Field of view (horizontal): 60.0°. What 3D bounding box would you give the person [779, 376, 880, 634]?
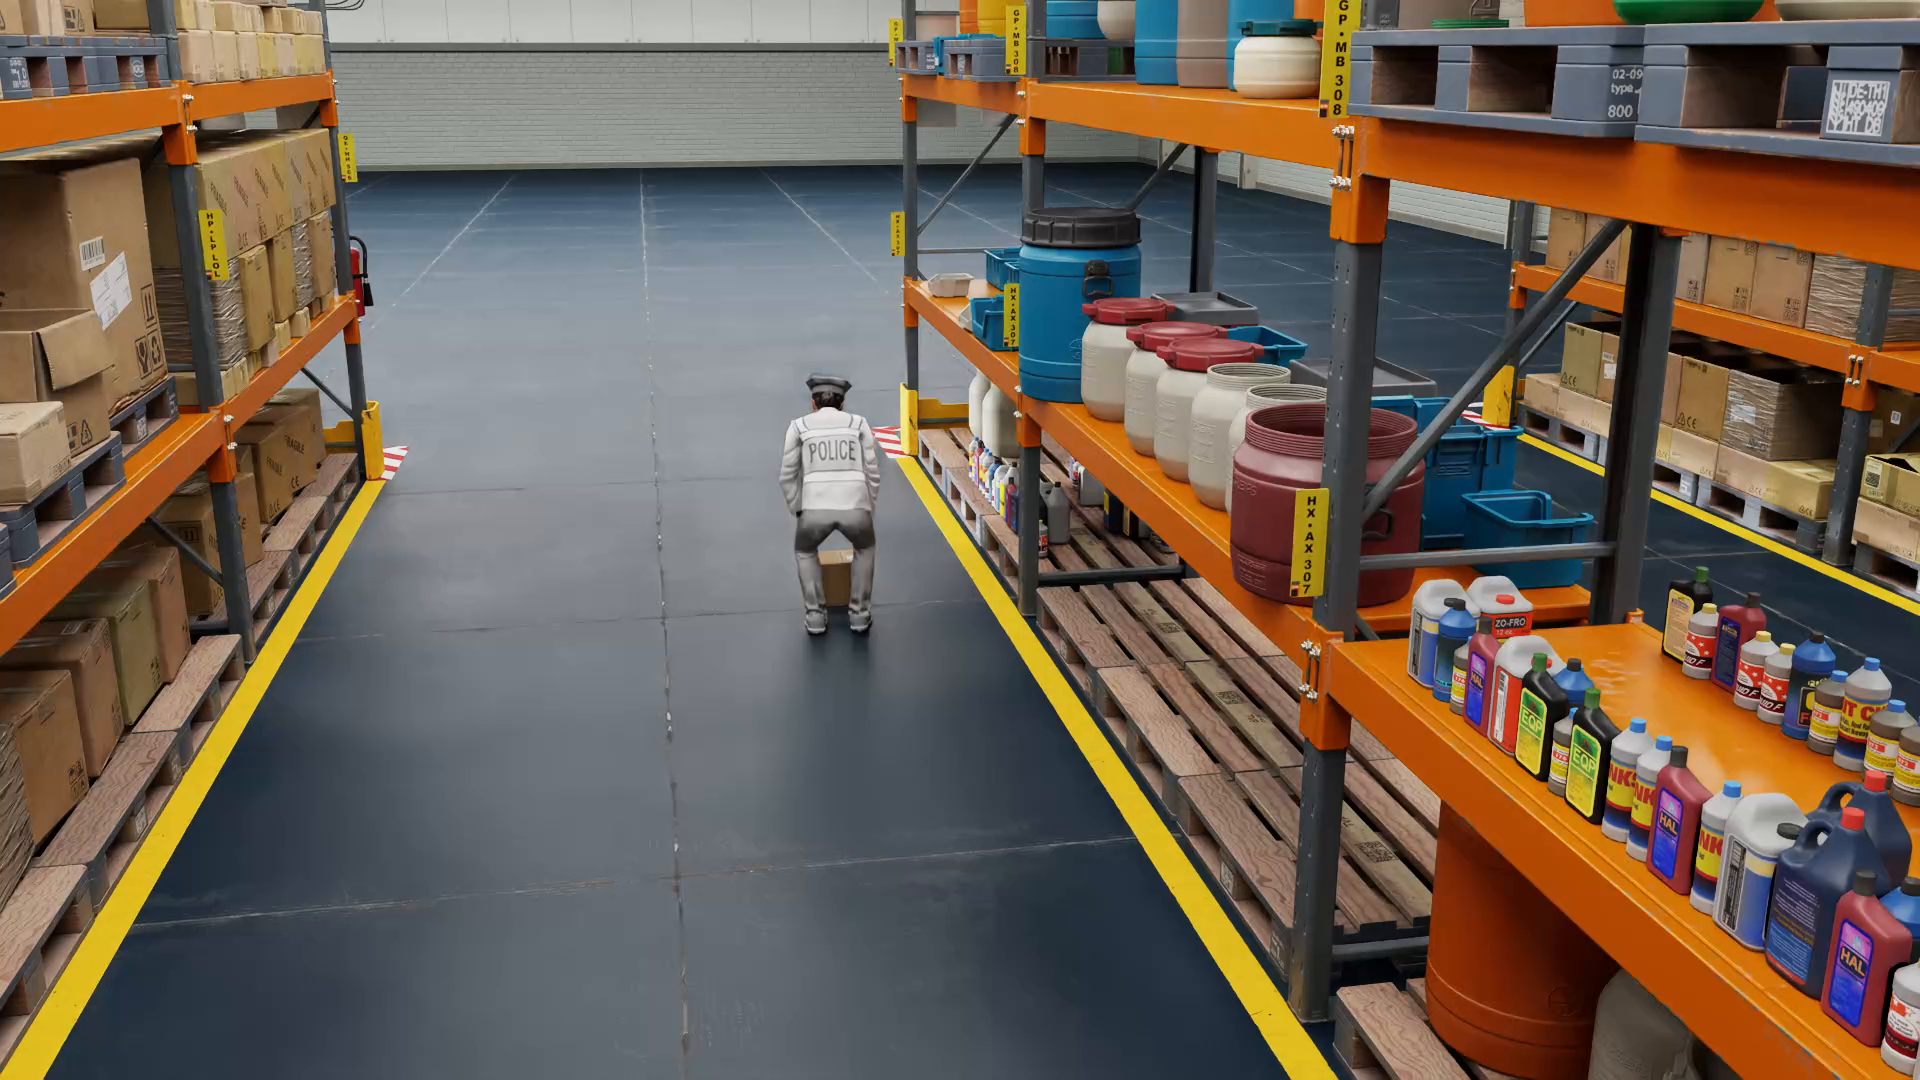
[{"bbox_3d":[-0.687,-0.181,8.767,0.534,1.320,0.739,-1,16,-2],"label":"person"}]
